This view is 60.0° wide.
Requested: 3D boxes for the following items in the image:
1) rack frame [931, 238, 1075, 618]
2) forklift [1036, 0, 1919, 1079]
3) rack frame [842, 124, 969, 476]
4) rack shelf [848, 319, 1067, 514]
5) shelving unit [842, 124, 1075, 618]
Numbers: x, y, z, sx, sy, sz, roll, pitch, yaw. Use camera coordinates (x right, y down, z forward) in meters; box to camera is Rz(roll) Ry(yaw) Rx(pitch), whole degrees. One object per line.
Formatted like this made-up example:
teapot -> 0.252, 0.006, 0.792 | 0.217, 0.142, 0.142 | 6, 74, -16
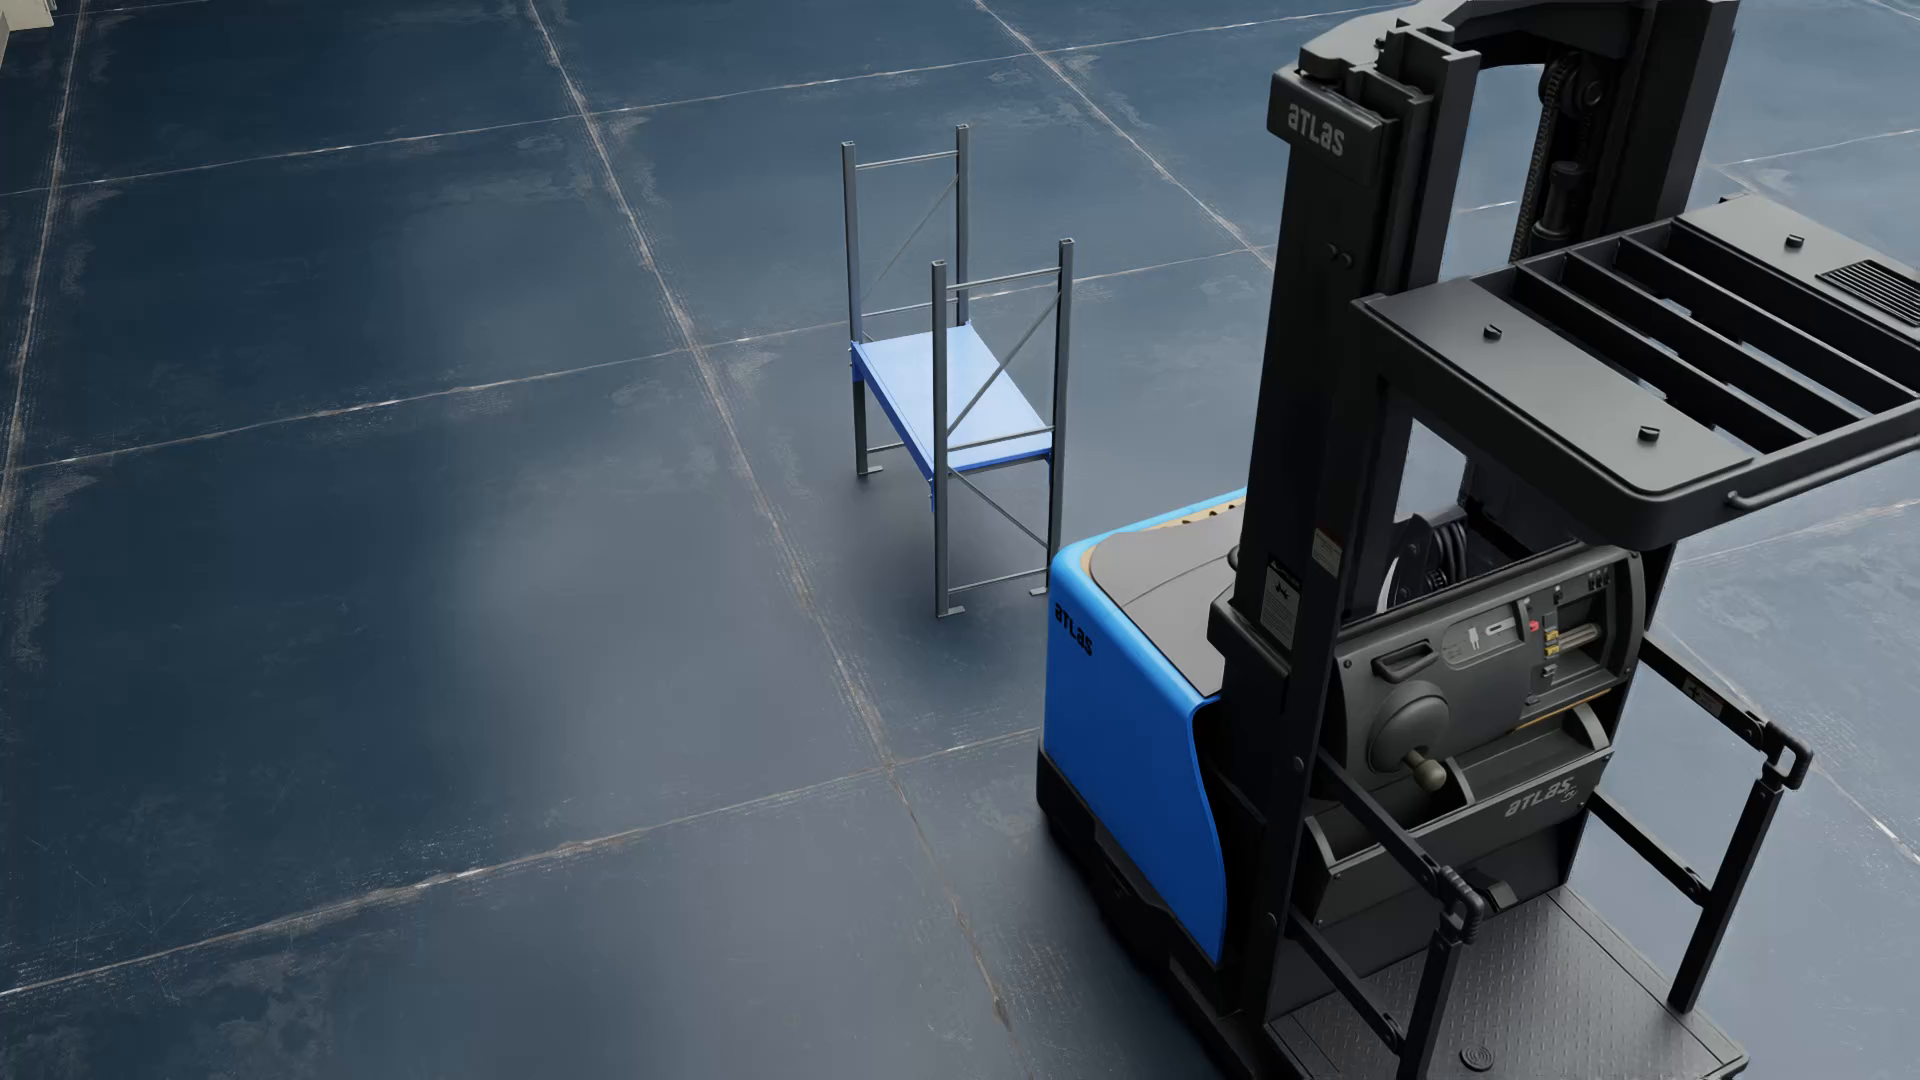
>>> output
rack frame -> 0.146, -0.360, 5.981 | 0.500, 1.500, 0.032 | -12, 39, -16
forklift -> 1.379, 0.368, 3.825 | 1.130, 2.935, 3.031 | -17, 40, -22
rack frame -> -0.204, -0.934, 6.744 | 0.500, 1.500, 0.032 | -12, 39, -16
rack shelf -> -0.029, -0.504, 6.471 | 0.538, 0.185, 1.000 | -12, 39, -16
shelving unit -> -0.029, -0.647, 6.363 | 0.538, 1.500, 1.048 | -12, 39, -16
